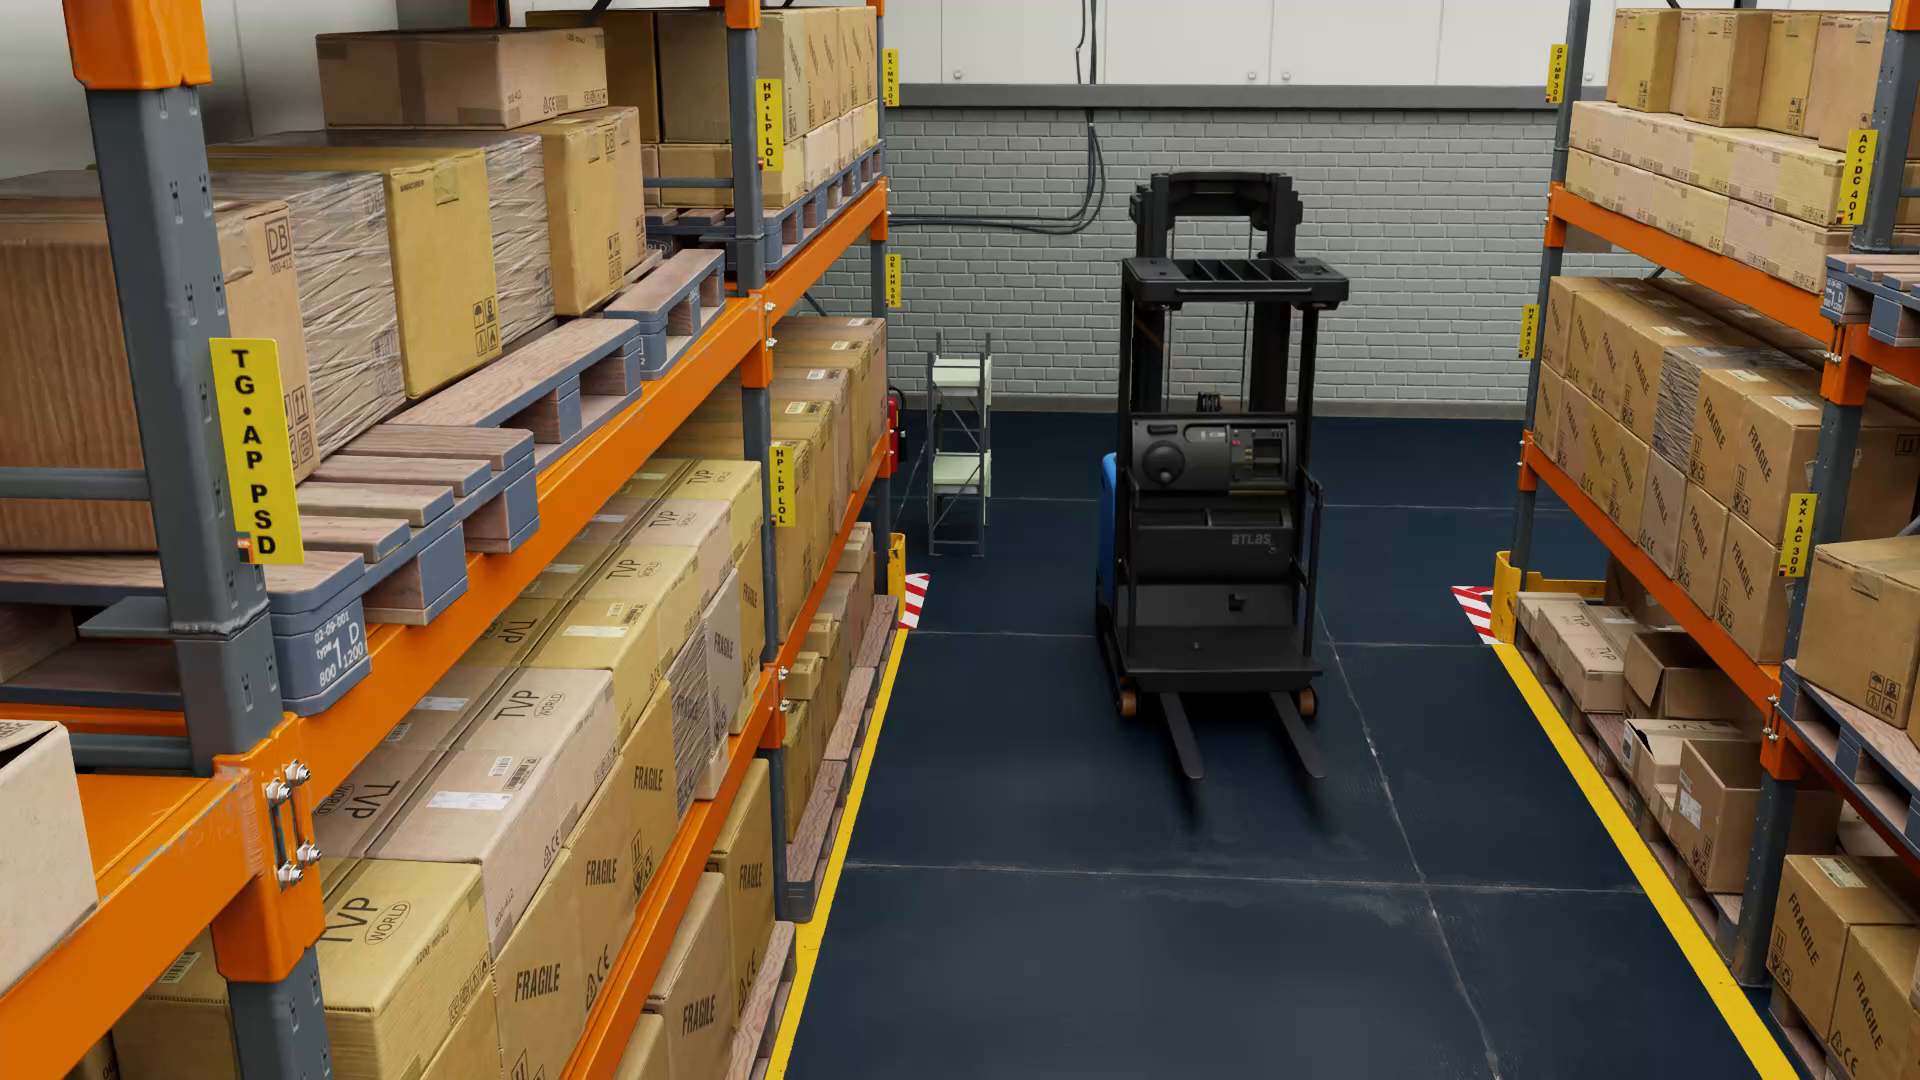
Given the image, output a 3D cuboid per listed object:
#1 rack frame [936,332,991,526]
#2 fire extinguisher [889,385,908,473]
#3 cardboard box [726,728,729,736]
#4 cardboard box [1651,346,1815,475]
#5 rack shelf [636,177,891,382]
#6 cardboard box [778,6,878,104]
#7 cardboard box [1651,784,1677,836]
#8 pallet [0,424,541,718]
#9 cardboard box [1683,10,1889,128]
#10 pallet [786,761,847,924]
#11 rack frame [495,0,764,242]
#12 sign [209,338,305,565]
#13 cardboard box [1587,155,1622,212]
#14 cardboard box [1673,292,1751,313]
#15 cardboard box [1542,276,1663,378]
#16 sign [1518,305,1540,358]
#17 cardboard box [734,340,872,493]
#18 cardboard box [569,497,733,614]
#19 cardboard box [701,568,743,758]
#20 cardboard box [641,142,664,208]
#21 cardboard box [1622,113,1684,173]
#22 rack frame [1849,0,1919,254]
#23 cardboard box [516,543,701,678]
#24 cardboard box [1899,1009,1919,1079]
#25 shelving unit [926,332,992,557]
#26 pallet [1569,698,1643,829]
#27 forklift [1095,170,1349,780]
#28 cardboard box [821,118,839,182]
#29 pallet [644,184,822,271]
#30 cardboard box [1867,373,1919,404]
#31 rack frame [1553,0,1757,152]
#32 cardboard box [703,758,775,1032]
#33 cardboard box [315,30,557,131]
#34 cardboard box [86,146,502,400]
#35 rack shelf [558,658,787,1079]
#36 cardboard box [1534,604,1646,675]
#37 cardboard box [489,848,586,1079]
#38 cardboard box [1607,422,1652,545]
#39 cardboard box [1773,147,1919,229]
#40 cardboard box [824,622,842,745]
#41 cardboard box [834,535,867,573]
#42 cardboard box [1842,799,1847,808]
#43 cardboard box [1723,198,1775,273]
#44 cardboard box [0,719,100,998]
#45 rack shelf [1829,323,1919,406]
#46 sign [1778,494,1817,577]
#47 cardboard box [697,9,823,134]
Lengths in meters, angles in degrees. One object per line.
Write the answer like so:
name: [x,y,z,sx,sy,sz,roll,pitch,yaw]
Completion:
rack frame: [0.026,-0.824,12.530,0.400,1.500,0.023,1,18,4]
fire extinguisher: [-0.482,-0.770,10.678,0.296,0.674,0.183,1,18,4]
cardboard box: [-1.040,0.675,5.918,0.380,0.149,0.250,2,18,6]
cardboard box: [3.549,-0.597,7.660,0.500,0.500,0.500,1,18,4]
rack shelf: [-1.097,-1.410,8.245,1.077,0.370,4.000,1,18,4]
cardboard box: [-0.734,-2.671,9.142,0.500,0.500,0.500,1,18,4]
cardboard box: [3.426,1.249,7.665,0.380,0.149,0.250,1,18,4]
pallet: [-1.534,0.001,3.090,1.213,0.211,1.003,2,18,6]
cardboard box: [3.789,-2.162,7.619,0.700,0.500,0.500,1,18,4]
pallet: [-1.108,1.386,7.854,1.003,0.211,1.213,1,18,4]
rack frame: [-1.240,-2.556,5.771,1.000,3.000,0.127,1,18,4]
sign: [-0.986,-0.121,2.327,0.100,0.325,0.005,1,18,4]
cardboard box: [3.648,-1.883,8.776,0.500,0.250,0.500,1,18,4]
cardboard box: [4.195,-1.059,9.072,0.500,0.500,0.500,2,18,5]
cardboard box: [3.693,-1.228,9.588,0.500,0.500,0.500,2,18,6]
sign: [3.446,-1.261,10.064,0.100,0.325,0.005,1,18,4]
cardboard box: [-1.021,-0.705,9.275,0.980,0.700,0.700,1,18,3]
cardboard box: [-1.065,0.050,5.579,0.500,0.250,0.500,2,18,5]
cardboard box: [-1.049,0.404,5.701,0.500,0.500,0.500,1,18,4]
cardboard box: [-1.425,-1.524,6.845,0.500,0.250,0.500,1,18,4]
cardboard box: [3.619,-1.965,8.224,0.500,0.250,0.500,1,18,4]
rack frame: [3.701,-2.446,5.437,1.000,3.000,0.127,1,18,4]
cardboard box: [-1.102,0.208,5.095,0.500,0.250,0.500,2,18,5]
cardboard box: [3.353,1.849,5.270,0.500,0.500,0.500,2,18,5]
shelving unit: [0.000,-0.711,12.183,0.431,1.500,0.755,1,18,4]
pallet: [3.836,1.137,8.615,1.003,0.211,1.213,1,18,4]
forklift: [1.440,-0.486,9.198,1.130,2.935,3.031,0,18,-1]
cardboard box: [-0.848,-1.832,7.786,0.500,0.250,0.500,1,18,2]
pallet: [-1.171,-1.342,7.026,1.003,0.211,1.213,1,18,4]
cardboard box: [4.052,-0.418,7.116,0.500,0.500,0.500,1,18,2]
rack frame: [3.988,-3.689,9.228,1.000,3.000,0.127,1,18,4]
cardboard box: [-1.157,1.322,6.349,0.750,0.750,0.750,1,18,5]
cardboard box: [-1.459,-1.301,4.688,0.500,0.250,0.500,1,18,2]
cardboard box: [-1.511,-0.634,3.855,0.700,0.500,0.500,2,18,7]
rack shelf: [-1.384,1.258,4.921,1.077,0.370,4.000,1,18,4]
cardboard box: [3.630,0.578,9.552,0.500,0.250,0.500,1,18,4]
cardboard box: [-1.190,1.032,3.787,0.500,0.500,0.500,2,18,6]
cardboard box: [3.585,-0.282,8.305,0.500,0.500,0.500,2,18,5]
cardboard box: [3.465,-1.344,6.329,0.500,0.250,0.500,1,18,4]
cardboard box: [-1.006,0.738,8.693,0.700,0.500,0.500,2,18,5]
cardboard box: [-0.749,0.076,9.672,0.380,0.149,0.250,2,18,5]
cardboard box: [3.999,1.148,7.947,0.380,0.166,0.250,1,18,4]
cardboard box: [3.517,-1.262,6.879,0.500,0.250,0.500,1,18,4]
cardboard box: [-1.309,0.375,1.756,0.500,0.311,0.500,1,18,4]
rack shelf: [3.557,-0.058,4.120,1.077,0.370,4.000,1,18,4]
sign: [3.159,-0.016,6.266,0.100,0.325,0.005,1,18,4]
cardboard box: [-0.879,-2.037,7.208,0.500,0.500,0.500,1,18,3]
